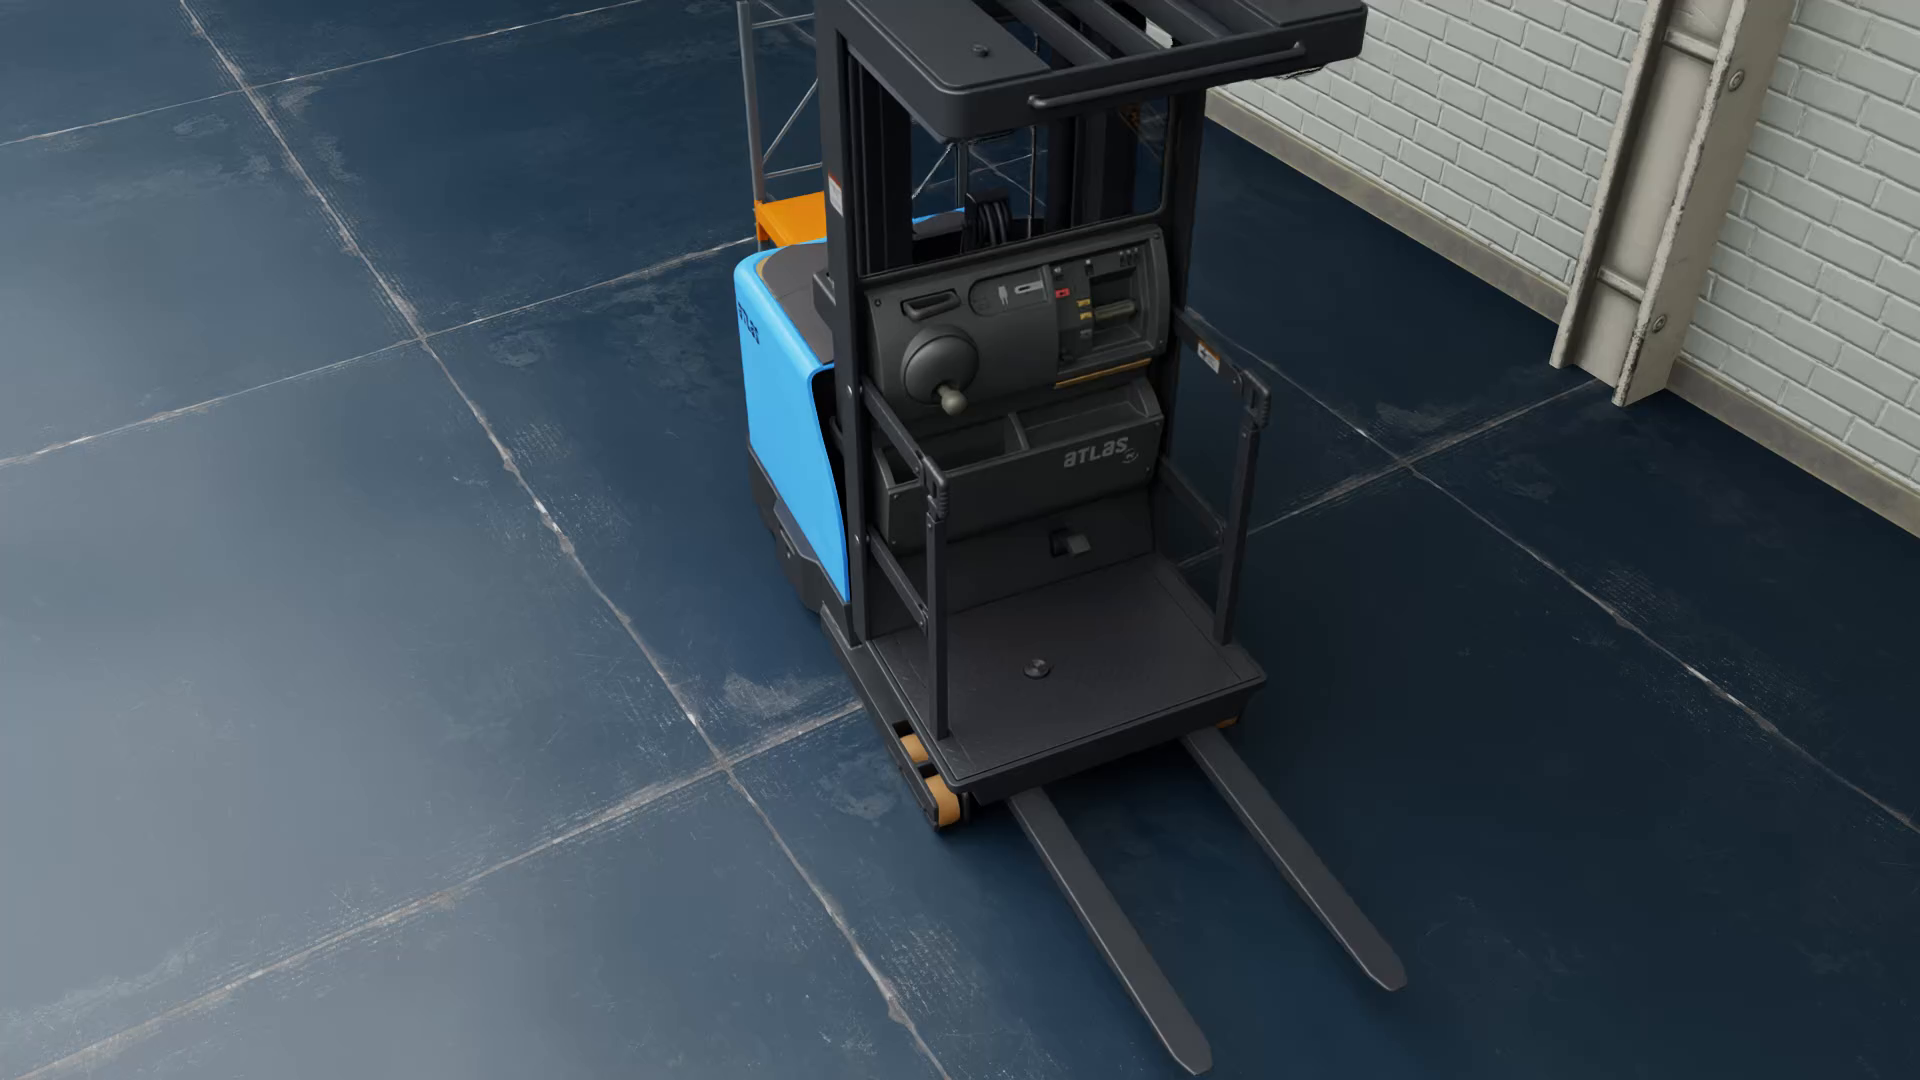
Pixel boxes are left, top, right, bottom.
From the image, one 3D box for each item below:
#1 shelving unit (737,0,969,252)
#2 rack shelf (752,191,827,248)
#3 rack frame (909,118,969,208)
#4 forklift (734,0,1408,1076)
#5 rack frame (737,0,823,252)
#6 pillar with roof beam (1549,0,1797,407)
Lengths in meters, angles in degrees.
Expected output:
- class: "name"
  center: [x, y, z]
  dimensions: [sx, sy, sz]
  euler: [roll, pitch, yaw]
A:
- class: "shelving unit"
  center: [-0.410, -1.251, 6.580]
  dimensions: [0.587, 1.500, 1.083]
  euler: [-16, 43, -19]
- class: "rack shelf"
  center: [-0.414, -1.118, 6.701]
  dimensions: [0.538, 0.185, 1.000]
  euler: [-16, 43, -19]
- class: "rack frame"
  center: [-0.202, -0.960, 6.231]
  dimensions: [0.500, 1.500, 0.032]
  euler: [-16, 43, -19]
- class: "forklift"
  center: [0.274, -0.553, 4.624]
  dimensions: [1.130, 2.935, 3.031]
  euler: [-16, 43, -19]
- class: "rack frame"
  center: [-0.625, -1.552, 6.941]
  dimensions: [0.500, 1.500, 0.032]
  euler: [-16, 43, -19]
- class: "pillar with roof beam"
  center: [-0.859, -2.685, 2.443]
  dimensions: [9.100, 9.000, 0.400]
  euler: [-22, 45, -24]
